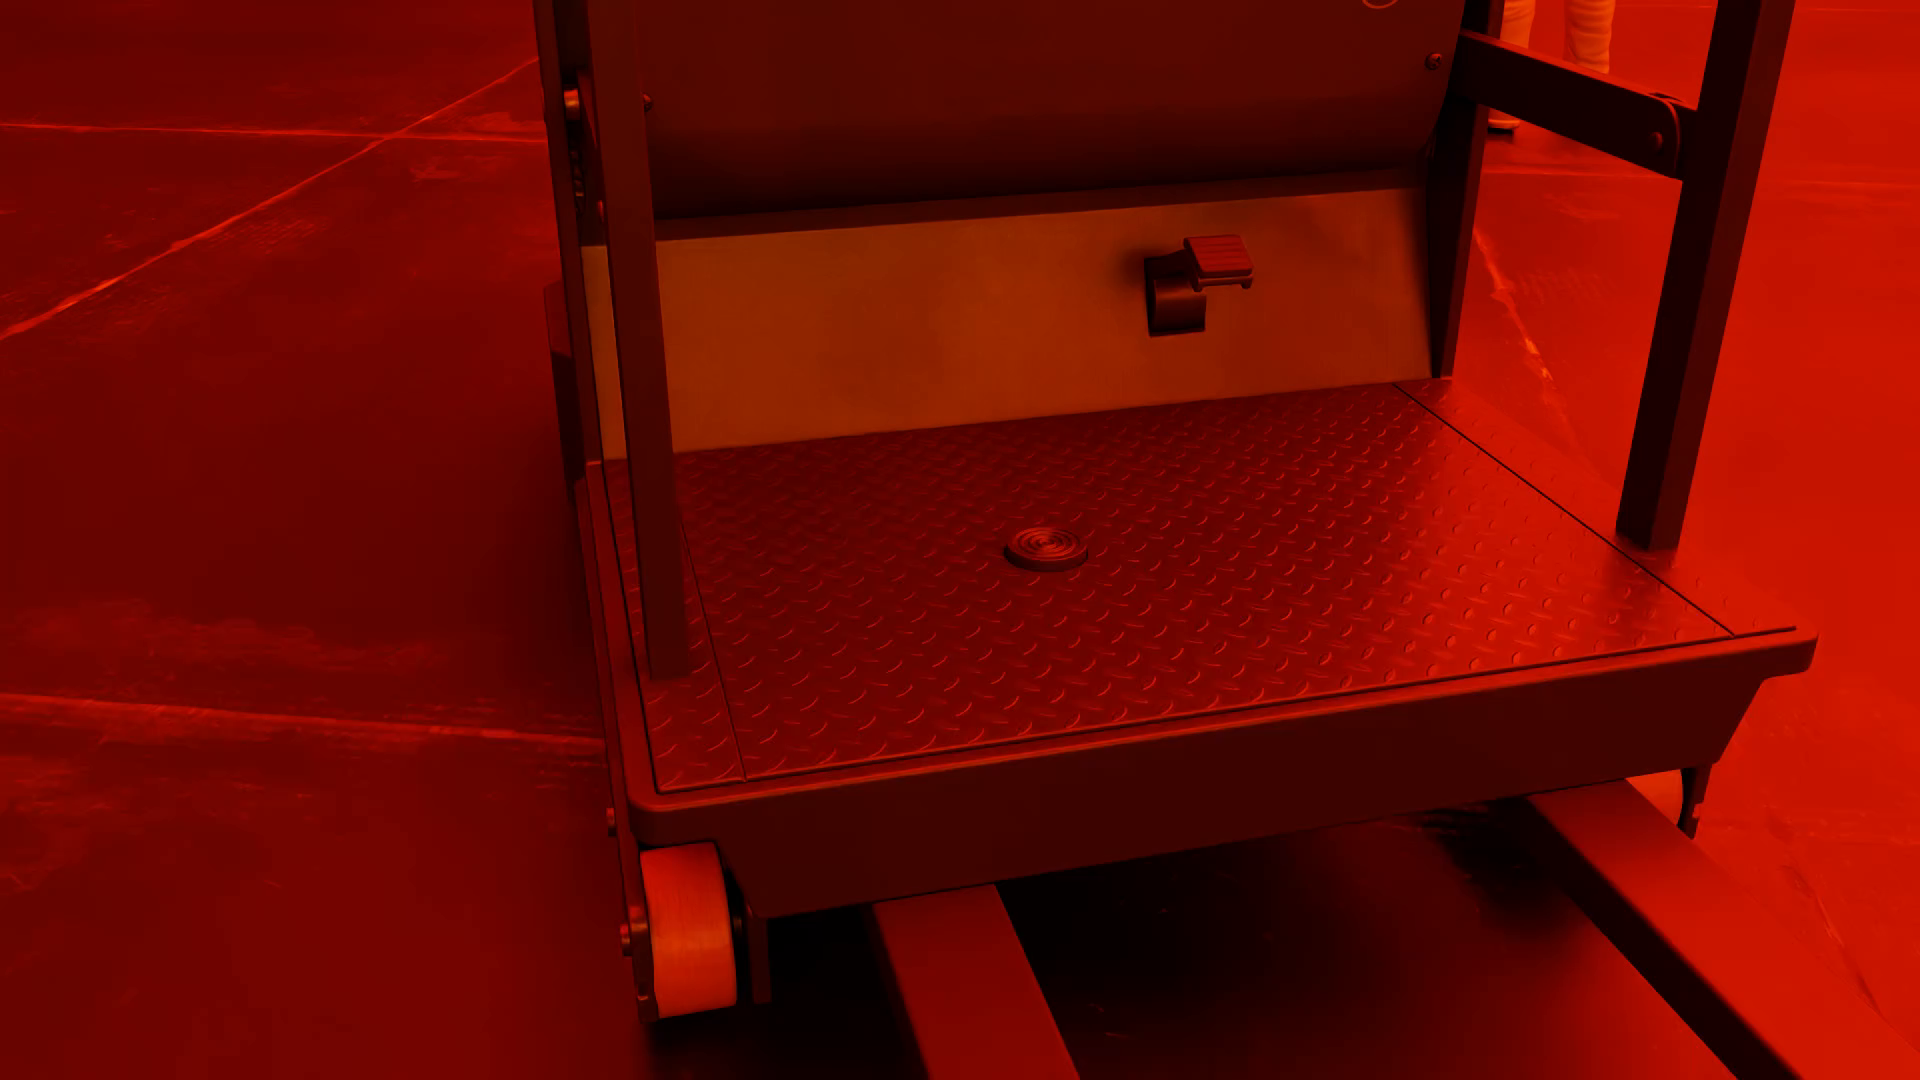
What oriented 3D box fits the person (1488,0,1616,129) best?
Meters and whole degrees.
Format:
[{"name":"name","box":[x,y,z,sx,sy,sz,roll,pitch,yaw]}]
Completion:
[{"name":"person","box":[1.662,-2.001,4.627,0.599,1.671,0.529,3,27,7]}]

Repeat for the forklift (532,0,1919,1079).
[{"name":"forklift","box":[0.153,-1.049,1.319,1.130,2.935,3.031,-7,27,-13]}]
